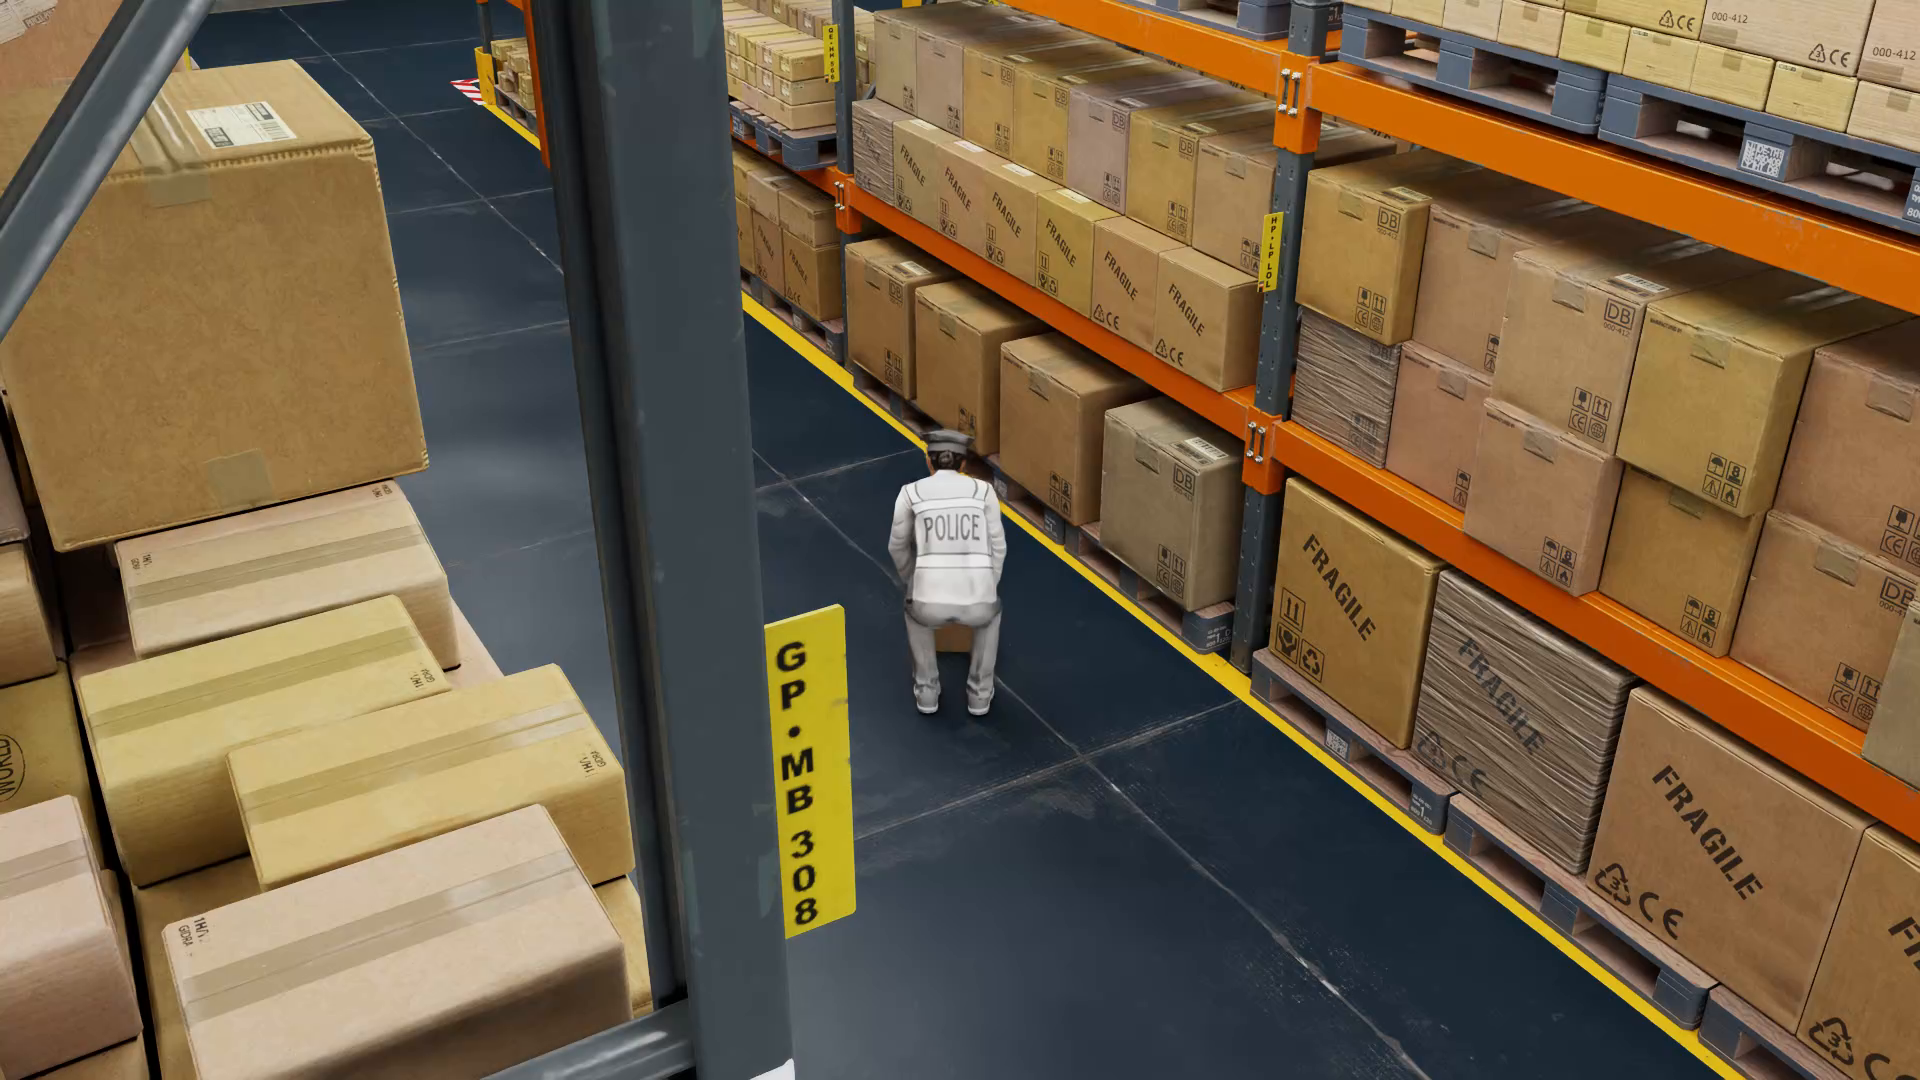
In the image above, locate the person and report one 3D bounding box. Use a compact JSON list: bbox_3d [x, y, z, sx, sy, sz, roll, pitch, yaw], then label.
[{"bbox_3d":[-0.060,0.153,7.326,0.526,1.207,0.787,1,29,2],"label":"person"}]
